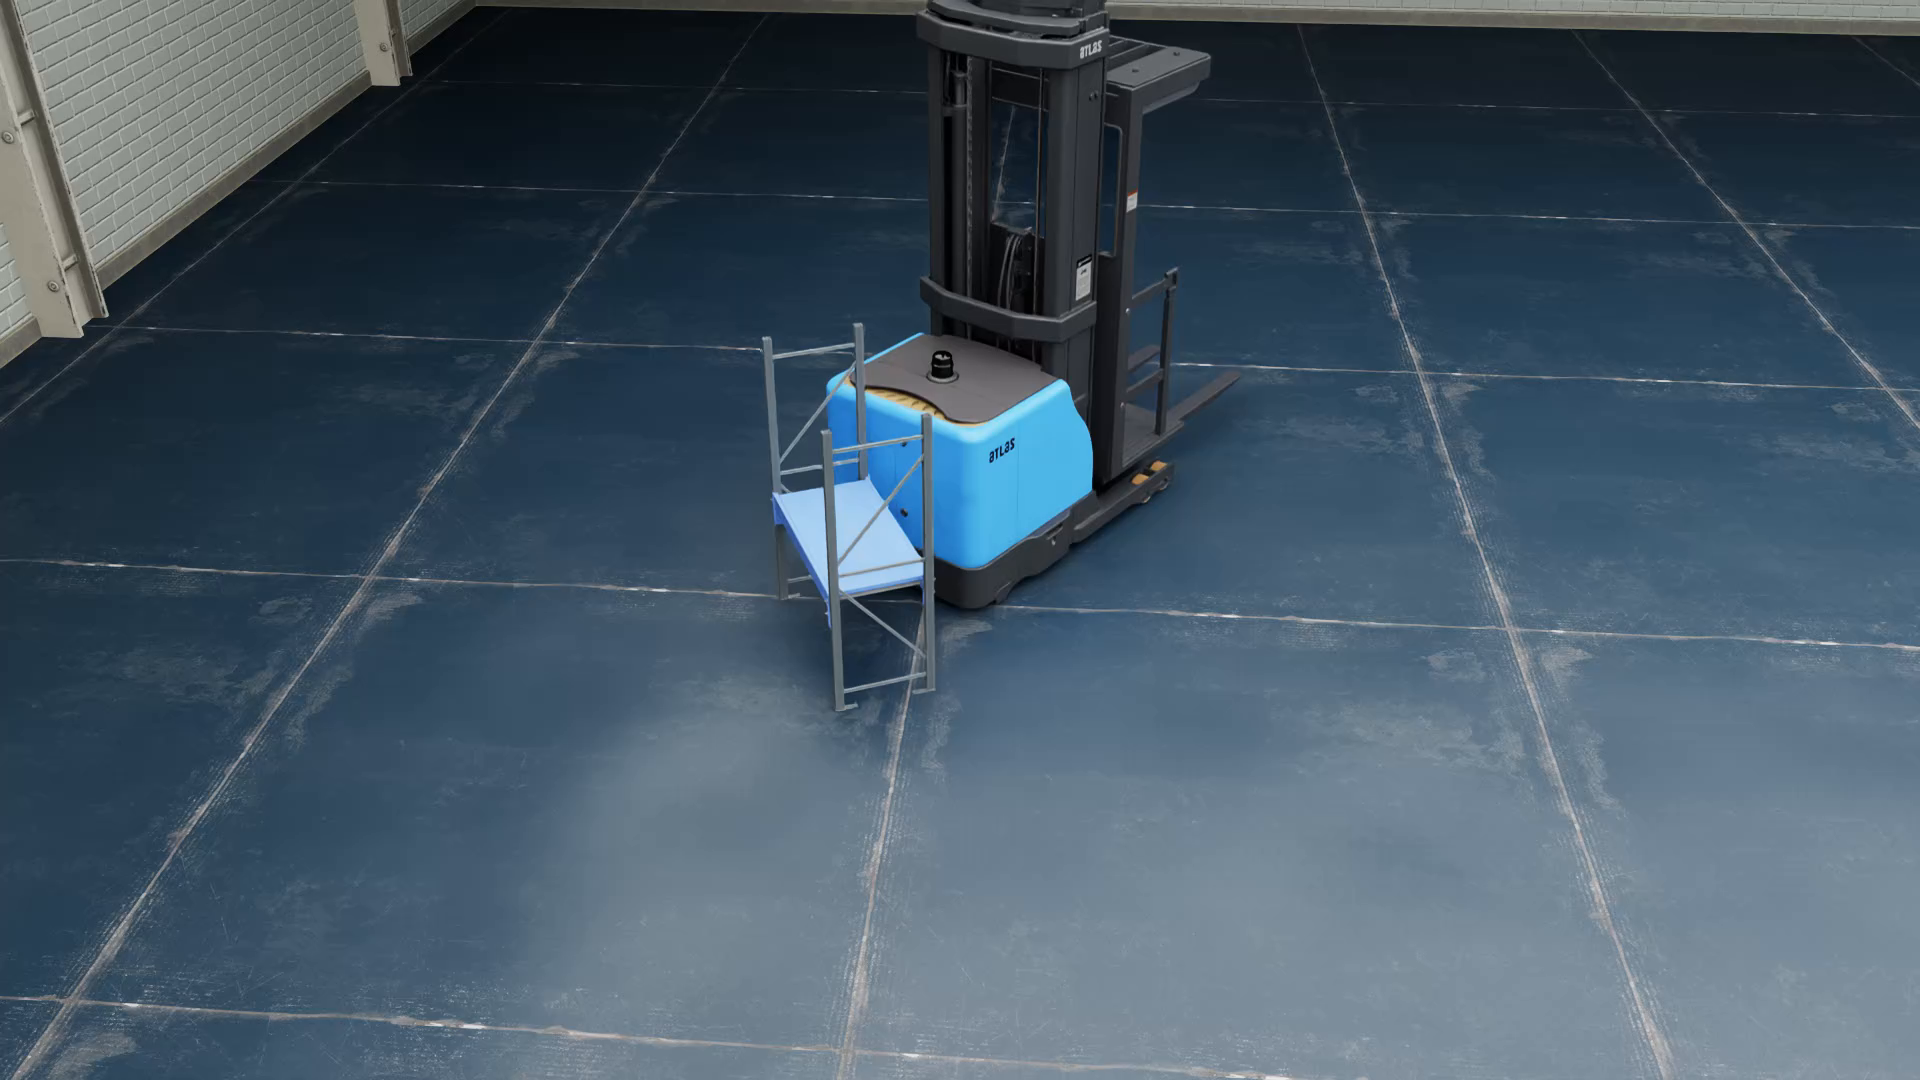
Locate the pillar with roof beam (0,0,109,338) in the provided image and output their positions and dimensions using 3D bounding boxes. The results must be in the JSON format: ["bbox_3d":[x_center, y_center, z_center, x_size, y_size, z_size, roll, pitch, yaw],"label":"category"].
[{"bbox_3d":[-1.944,-5.157,9.041,9.100,9.000,0.400,2,32,4],"label":"pillar with roof beam"}]

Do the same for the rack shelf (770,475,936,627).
[{"bbox_3d":[-0.536,0.034,8.107,0.538,0.185,1.000,-11,33,-17],"label":"rack shelf"}]

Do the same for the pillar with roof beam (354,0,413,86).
[{"bbox_3d":[-1.456,-8.295,14.132,9.100,9.000,0.400,2,32,4],"label":"pillar with roof beam"}]

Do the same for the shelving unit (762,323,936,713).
[{"bbox_3d":[-0.536,-0.119,8.013,0.538,1.500,1.048,-11,33,-17],"label":"shelving unit"}]

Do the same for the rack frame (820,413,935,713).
[{"bbox_3d":[-0.361,0.132,7.607,0.500,1.500,0.032,-11,33,-17],"label":"rack frame"}]

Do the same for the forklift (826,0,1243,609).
[{"bbox_3d":[0.599,-1.605,9.060,1.130,2.935,3.031,22,38,32],"label":"forklift"}]

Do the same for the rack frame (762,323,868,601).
[{"bbox_3d":[-0.711,-0.369,8.419,0.500,1.500,0.032,-11,33,-17],"label":"rack frame"}]
